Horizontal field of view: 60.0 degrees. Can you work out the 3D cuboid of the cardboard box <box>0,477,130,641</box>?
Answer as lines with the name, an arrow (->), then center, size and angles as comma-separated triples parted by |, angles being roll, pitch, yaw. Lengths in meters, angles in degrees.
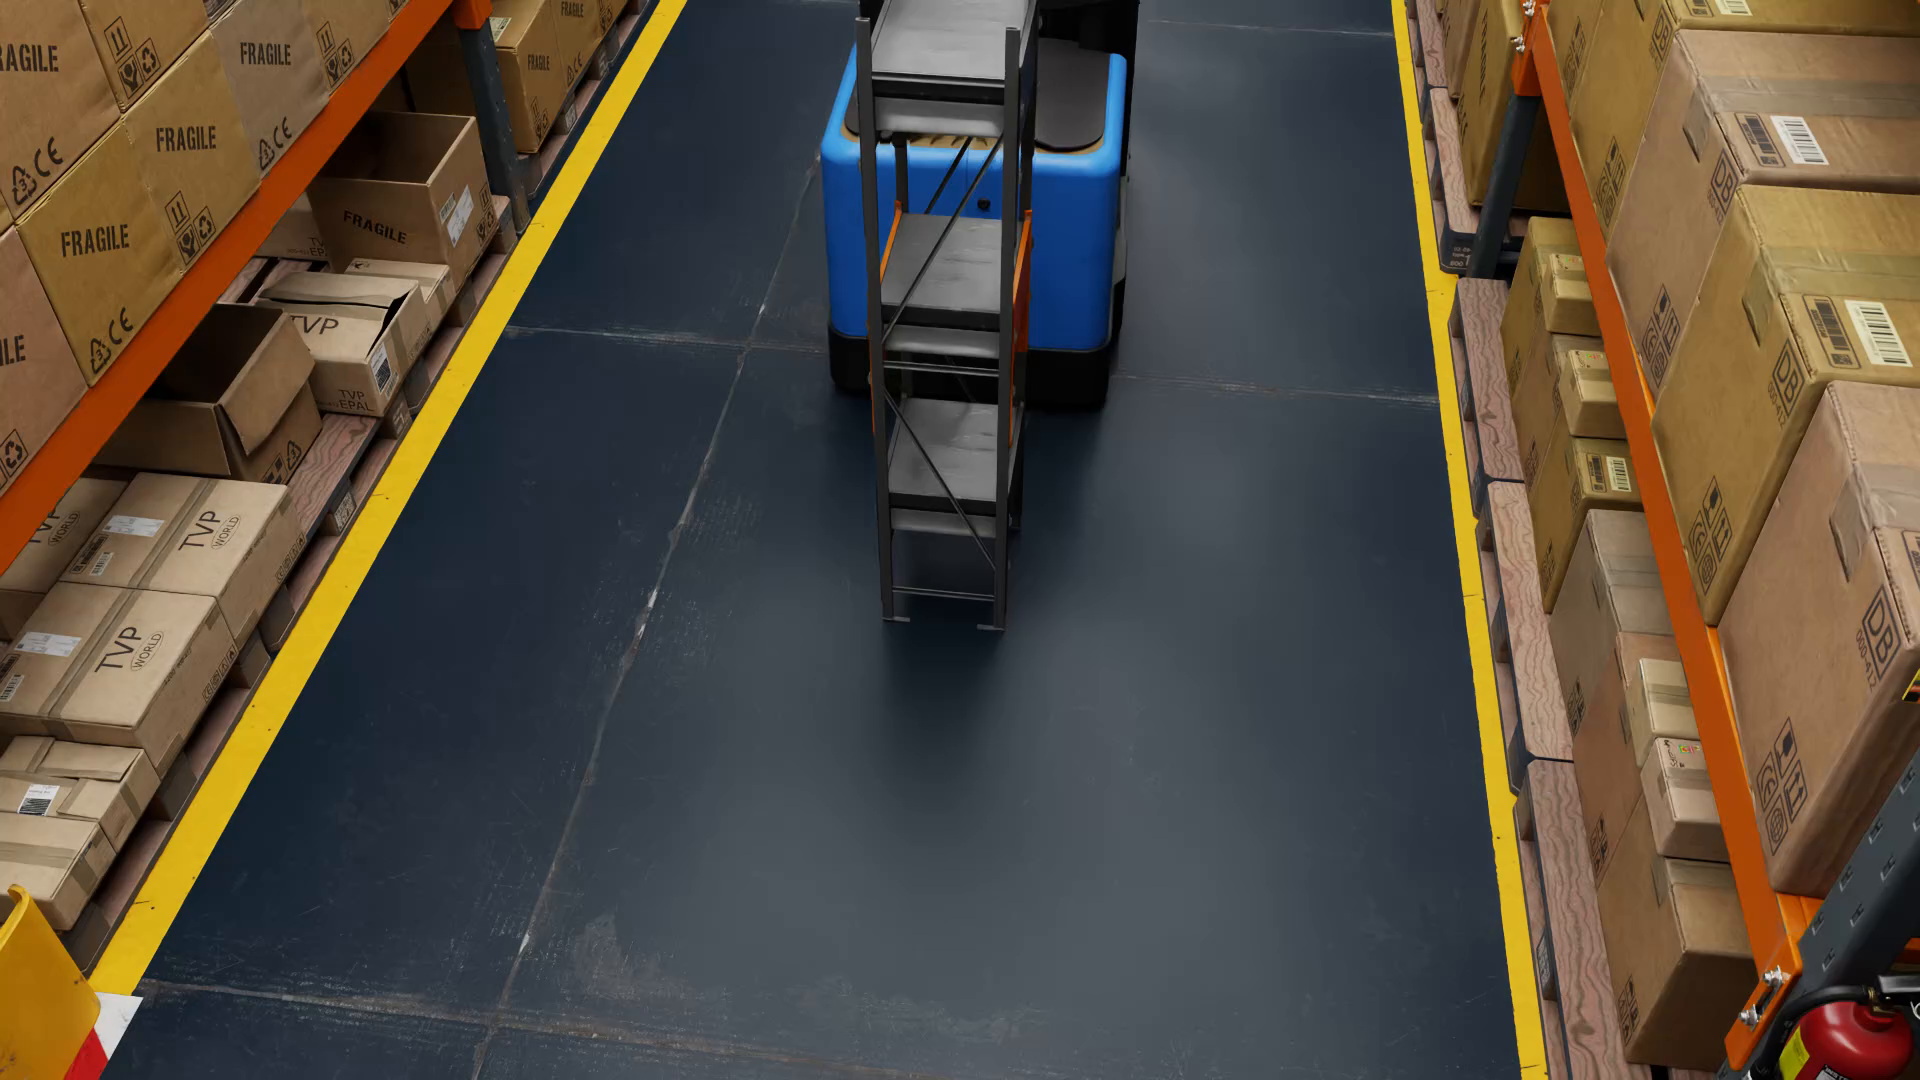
cardboard box -> -2.908, 0.049, 5.196 | 0.500, 0.250, 0.500 | 5, 44, 6

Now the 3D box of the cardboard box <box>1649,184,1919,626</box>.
cardboard box -> 2.162, -0.258, 3.623 | 0.980, 0.700, 0.700 | 5, 44, 5

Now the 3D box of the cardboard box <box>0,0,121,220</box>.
cardboard box -> -2.438, -1.127, 3.958 | 0.500, 0.500, 0.500 | 6, 44, 6

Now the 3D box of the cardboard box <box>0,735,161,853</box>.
cardboard box -> -2.462, 0.693, 4.577 | 0.380, 0.166, 0.250 | 5, 44, 6

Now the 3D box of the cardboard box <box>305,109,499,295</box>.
cardboard box -> -2.156, -1.316, 6.456 | 0.500, 0.500, 0.500 | 5, 44, 6

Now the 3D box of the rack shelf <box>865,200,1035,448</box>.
rack shelf -> -0.022, -0.640, 4.918 | 0.431, 0.518, 0.480 | 5, 44, 6

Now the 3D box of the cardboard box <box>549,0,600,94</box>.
cardboard box -> -1.997, -2.402, 7.603 | 0.500, 0.500, 0.500 | 6, 44, 6

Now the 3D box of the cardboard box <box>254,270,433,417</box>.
cardboard box -> -2.255, -0.736, 5.981 | 0.500, 0.311, 0.500 | 5, 44, 6

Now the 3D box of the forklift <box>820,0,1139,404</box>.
forklift -> 0.178, -2.582, 6.345 | 1.130, 2.935, 3.031 | 4, 44, 4

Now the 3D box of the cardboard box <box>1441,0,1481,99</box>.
cardboard box -> 2.620, -2.463, 7.427 | 0.750, 0.750, 0.750 | 6, 44, 7

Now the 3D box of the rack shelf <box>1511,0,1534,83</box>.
rack shelf -> 2.813, -3.132, 7.399 | 1.077, 0.370, 4.000 | 5, 44, 6

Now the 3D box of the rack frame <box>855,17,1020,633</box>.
rack frame -> -0.054, -0.483, 4.733 | 0.400, 2.100, 0.015 | 5, 44, 6

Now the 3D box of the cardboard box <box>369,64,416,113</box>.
cardboard box -> -2.581, -2.092, 7.276 | 0.500, 0.500, 0.500 | 5, 44, 5

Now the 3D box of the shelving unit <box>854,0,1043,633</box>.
shelving unit -> -0.022, -0.650, 4.909 | 0.431, 2.100, 0.503 | 5, 44, 6

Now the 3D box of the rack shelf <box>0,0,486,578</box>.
rack shelf -> -2.627, -0.853, 4.993 | 1.077, 0.370, 4.000 | 5, 44, 6

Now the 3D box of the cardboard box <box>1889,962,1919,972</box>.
cardboard box -> 2.195, 0.833, 3.729 | 0.380, 0.149, 0.250 | 6, 44, 6

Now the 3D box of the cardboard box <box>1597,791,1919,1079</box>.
cardboard box -> 2.013, 0.965, 4.062 | 0.700, 0.500, 0.500 | 5, 44, 6

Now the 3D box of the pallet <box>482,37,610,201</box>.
pallet -> -2.292, -2.023, 7.733 | 1.003, 0.211, 1.213 | 5, 44, 6

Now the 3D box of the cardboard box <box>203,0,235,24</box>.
cardboard box -> -2.304, -1.816, 4.686 | 0.500, 0.500, 0.500 | 6, 44, 6

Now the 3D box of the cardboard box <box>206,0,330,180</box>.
cardboard box -> -2.306, -1.448, 5.025 | 0.500, 0.500, 0.500 | 6, 44, 6

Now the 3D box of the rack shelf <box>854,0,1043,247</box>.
rack shelf -> -0.022, -1.148, 4.437 | 0.431, 0.518, 0.480 | 5, 44, 6

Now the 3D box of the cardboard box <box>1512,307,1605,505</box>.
cardboard box -> 2.278, -0.432, 5.537 | 0.700, 0.500, 0.500 | 5, 44, 5

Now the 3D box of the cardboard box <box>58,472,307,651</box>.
cardboard box -> -2.406, 0.061, 5.184 | 0.500, 0.250, 0.500 | 5, 44, 6

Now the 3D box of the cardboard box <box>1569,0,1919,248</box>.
cardboard box -> 2.359, -1.274, 4.695 | 0.980, 0.700, 0.700 | 4, 44, 4

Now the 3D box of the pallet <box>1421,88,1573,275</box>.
pallet -> 2.576, -1.550, 7.233 | 1.003, 0.211, 1.213 | 5, 44, 6

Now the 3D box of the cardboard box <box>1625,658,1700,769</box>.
cardboard box -> 1.883, 0.451, 4.133 | 0.380, 0.149, 0.250 | 6, 44, 7

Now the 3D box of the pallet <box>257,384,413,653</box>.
pallet -> -2.613, -0.163, 5.769 | 1.003, 0.211, 1.213 | 5, 44, 6

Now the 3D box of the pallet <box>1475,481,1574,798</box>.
pallet -> 2.212, 0.328, 5.250 | 1.003, 0.211, 1.213 | 5, 44, 6

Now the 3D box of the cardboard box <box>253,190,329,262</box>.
cardboard box -> -2.632, -1.395, 6.677 | 0.500, 0.311, 0.500 | 5, 44, 6

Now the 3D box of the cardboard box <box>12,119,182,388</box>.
cardboard box -> -2.439, -0.760, 4.298 | 0.500, 0.500, 0.500 | 5, 44, 5

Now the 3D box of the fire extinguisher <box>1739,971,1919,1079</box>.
fire extinguisher -> 1.542, 0.921, 2.924 | 0.296, 0.674, 0.183 | 5, 44, 6

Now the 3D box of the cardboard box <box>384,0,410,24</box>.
cardboard box -> -2.174, -2.150, 5.766 | 0.500, 0.500, 0.500 | 6, 44, 6

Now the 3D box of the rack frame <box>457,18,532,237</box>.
rack frame -> -2.362, -2.478, 6.185 | 1.000, 3.000, 0.127 | 5, 44, 6

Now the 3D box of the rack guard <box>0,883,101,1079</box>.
rack guard -> -2.881, 1.104, 4.220 | 1.175, 0.500, 0.348 | 5, 44, 6

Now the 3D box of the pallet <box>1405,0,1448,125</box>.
pallet -> 2.735, -2.384, 8.114 | 1.003, 0.211, 1.213 | 5, 44, 6

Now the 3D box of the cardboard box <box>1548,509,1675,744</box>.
cardboard box -> 2.145, 0.281, 4.784 | 0.700, 0.500, 0.500 | 4, 44, 4

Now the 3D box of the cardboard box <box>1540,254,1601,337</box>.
cardboard box -> 2.122, -0.793, 5.447 | 0.380, 0.149, 0.250 | 7, 44, 7
